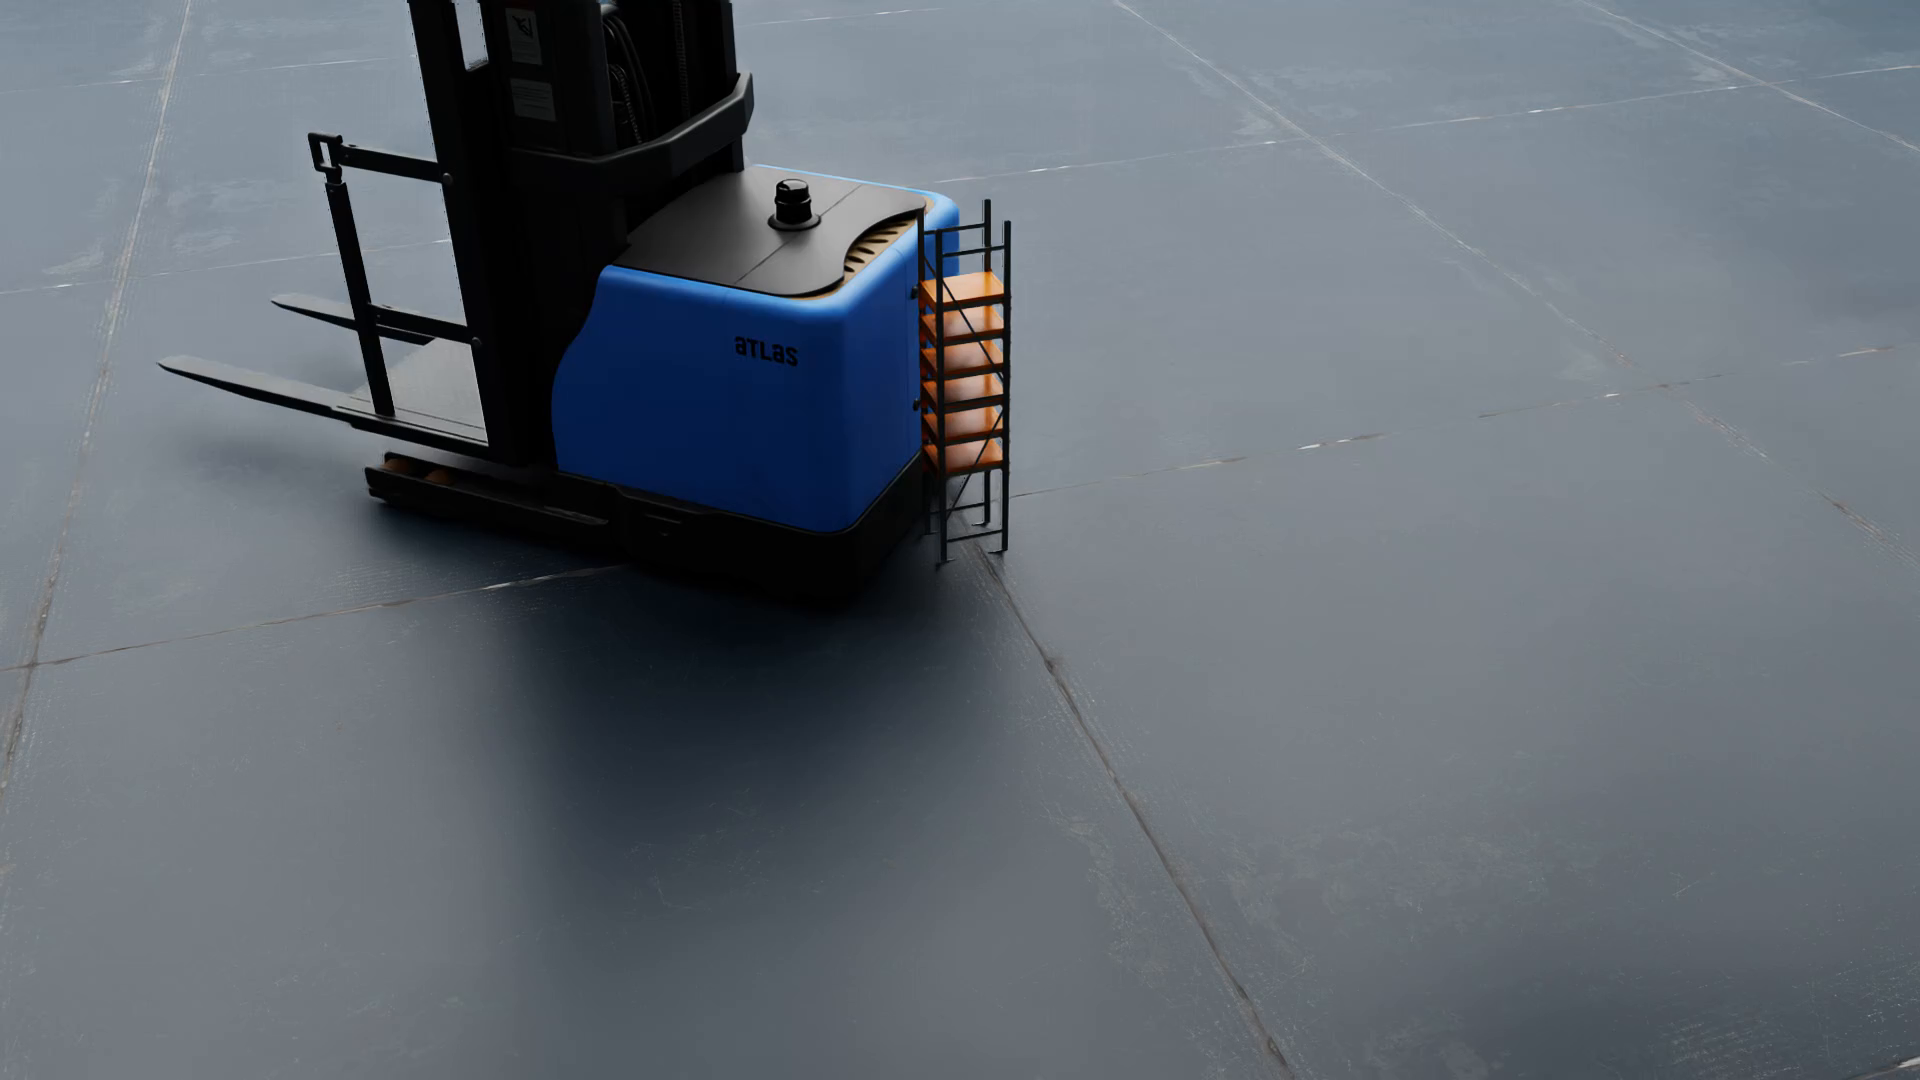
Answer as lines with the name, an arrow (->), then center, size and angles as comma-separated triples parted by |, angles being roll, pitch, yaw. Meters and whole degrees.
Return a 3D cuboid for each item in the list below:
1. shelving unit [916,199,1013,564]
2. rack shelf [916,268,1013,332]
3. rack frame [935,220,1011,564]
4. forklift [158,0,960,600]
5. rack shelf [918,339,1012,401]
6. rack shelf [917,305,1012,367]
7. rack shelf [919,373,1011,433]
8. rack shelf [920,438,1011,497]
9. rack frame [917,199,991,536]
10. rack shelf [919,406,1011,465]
shelving unit -> 0.015, -0.492, 5.404 | 0.258, 1.200, 0.189 | -11, 35, -15
rack shelf -> 0.013, -0.755, 5.230 | 0.258, 0.103, 0.180 | -11, 35, -15
rack frame -> 0.045, -0.444, 5.331 | 0.240, 1.200, 0.006 | -11, 35, -15
forklift -> -1.552, -1.554, 5.443 | 3.031, 2.935, 1.130 | 13, 36, 19
rack shelf -> 0.015, -0.555, 5.362 | 0.258, 0.103, 0.180 | -11, 35, -15
rack shelf -> 0.014, -0.655, 5.296 | 0.258, 0.103, 0.180 | -11, 35, -15
rack shelf -> 0.016, -0.455, 5.428 | 0.258, 0.103, 0.180 | -11, 35, -15
rack shelf -> 0.017, -0.254, 5.560 | 0.258, 0.103, 0.180 | -11, 35, -15
rack frame -> -0.014, -0.539, 5.476 | 0.240, 1.200, 0.006 | -11, 35, -15
rack shelf -> 0.017, -0.355, 5.494 | 0.258, 0.103, 0.180 | -11, 35, -15
